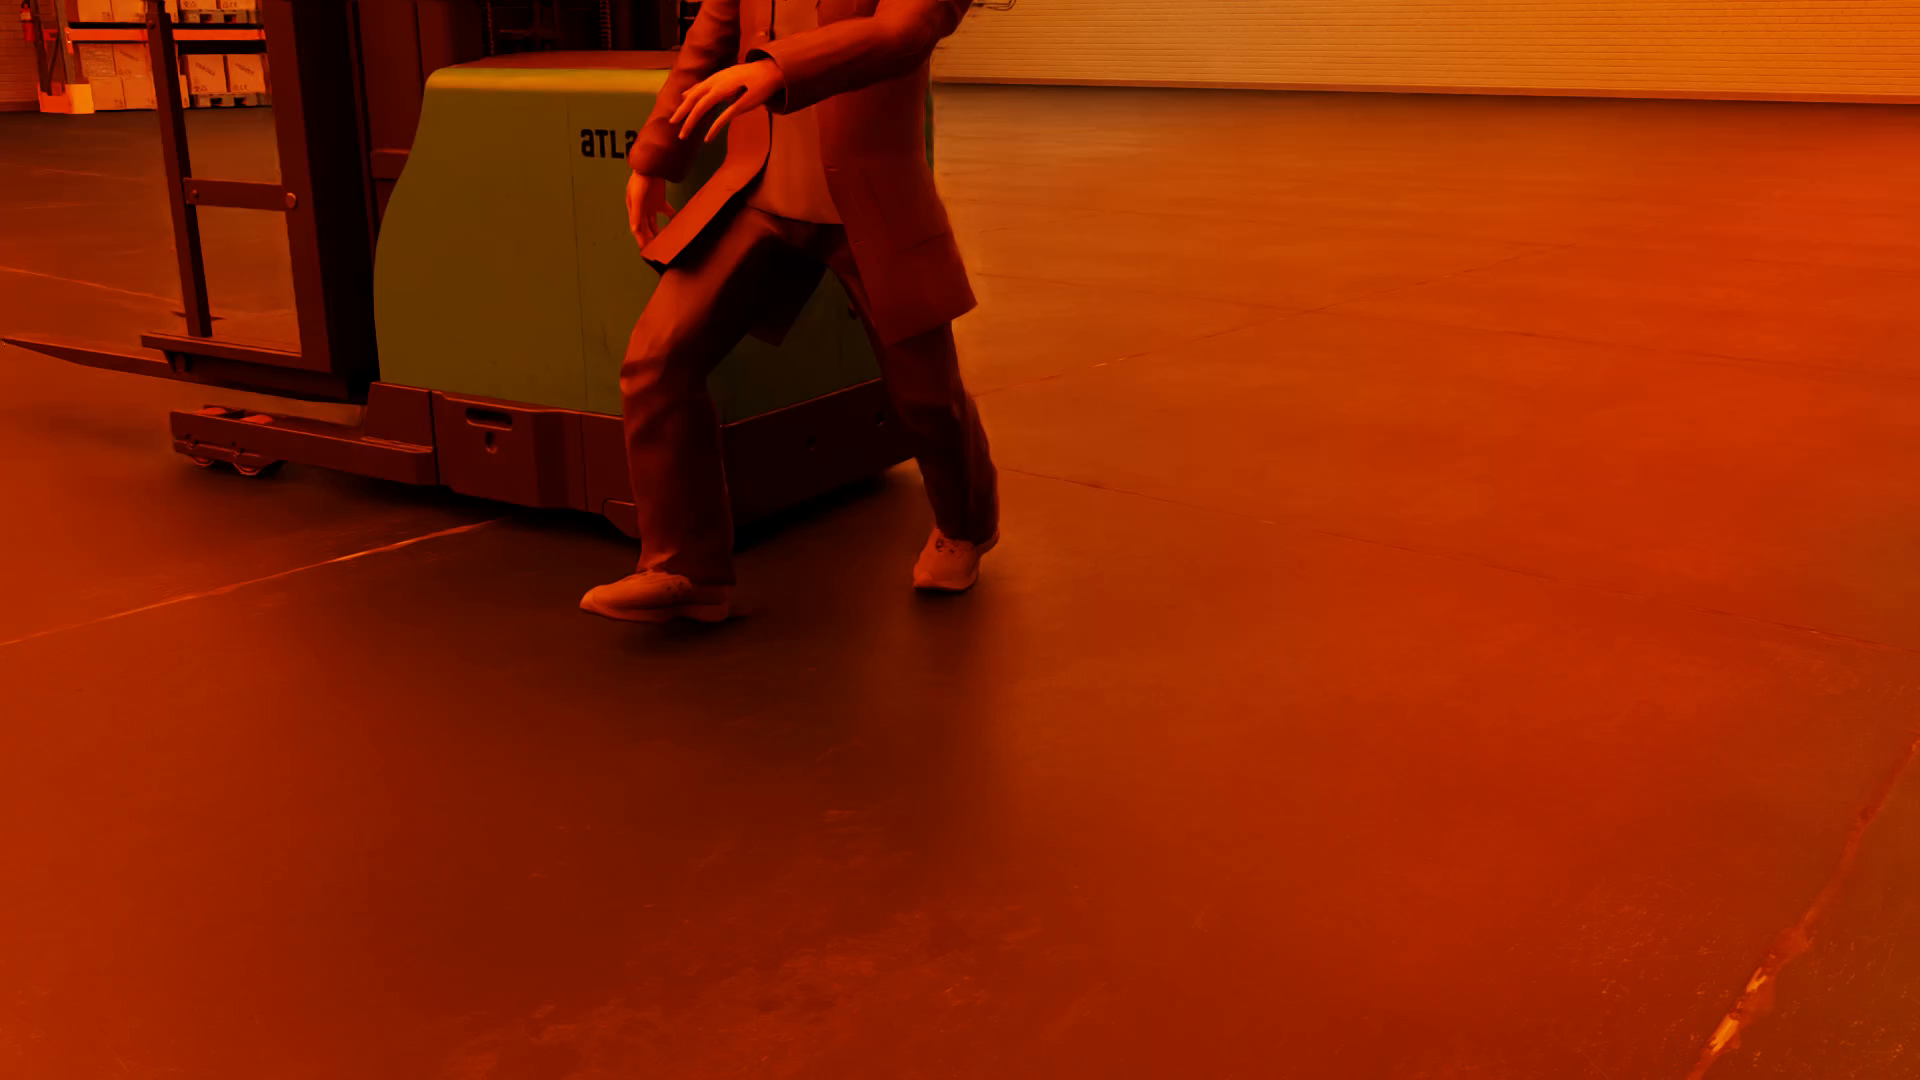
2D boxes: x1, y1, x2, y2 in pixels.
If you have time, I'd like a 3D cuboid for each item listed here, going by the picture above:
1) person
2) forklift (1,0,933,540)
[{"bbox_3d":[-0.340,-0.664,3.267,0.783,1.685,0.949,6,18,19],"label":"person"},{"bbox_3d":[-1.587,-1.696,4.484,3.031,2.935,1.130,10,19,29],"label":"forklift"}]
